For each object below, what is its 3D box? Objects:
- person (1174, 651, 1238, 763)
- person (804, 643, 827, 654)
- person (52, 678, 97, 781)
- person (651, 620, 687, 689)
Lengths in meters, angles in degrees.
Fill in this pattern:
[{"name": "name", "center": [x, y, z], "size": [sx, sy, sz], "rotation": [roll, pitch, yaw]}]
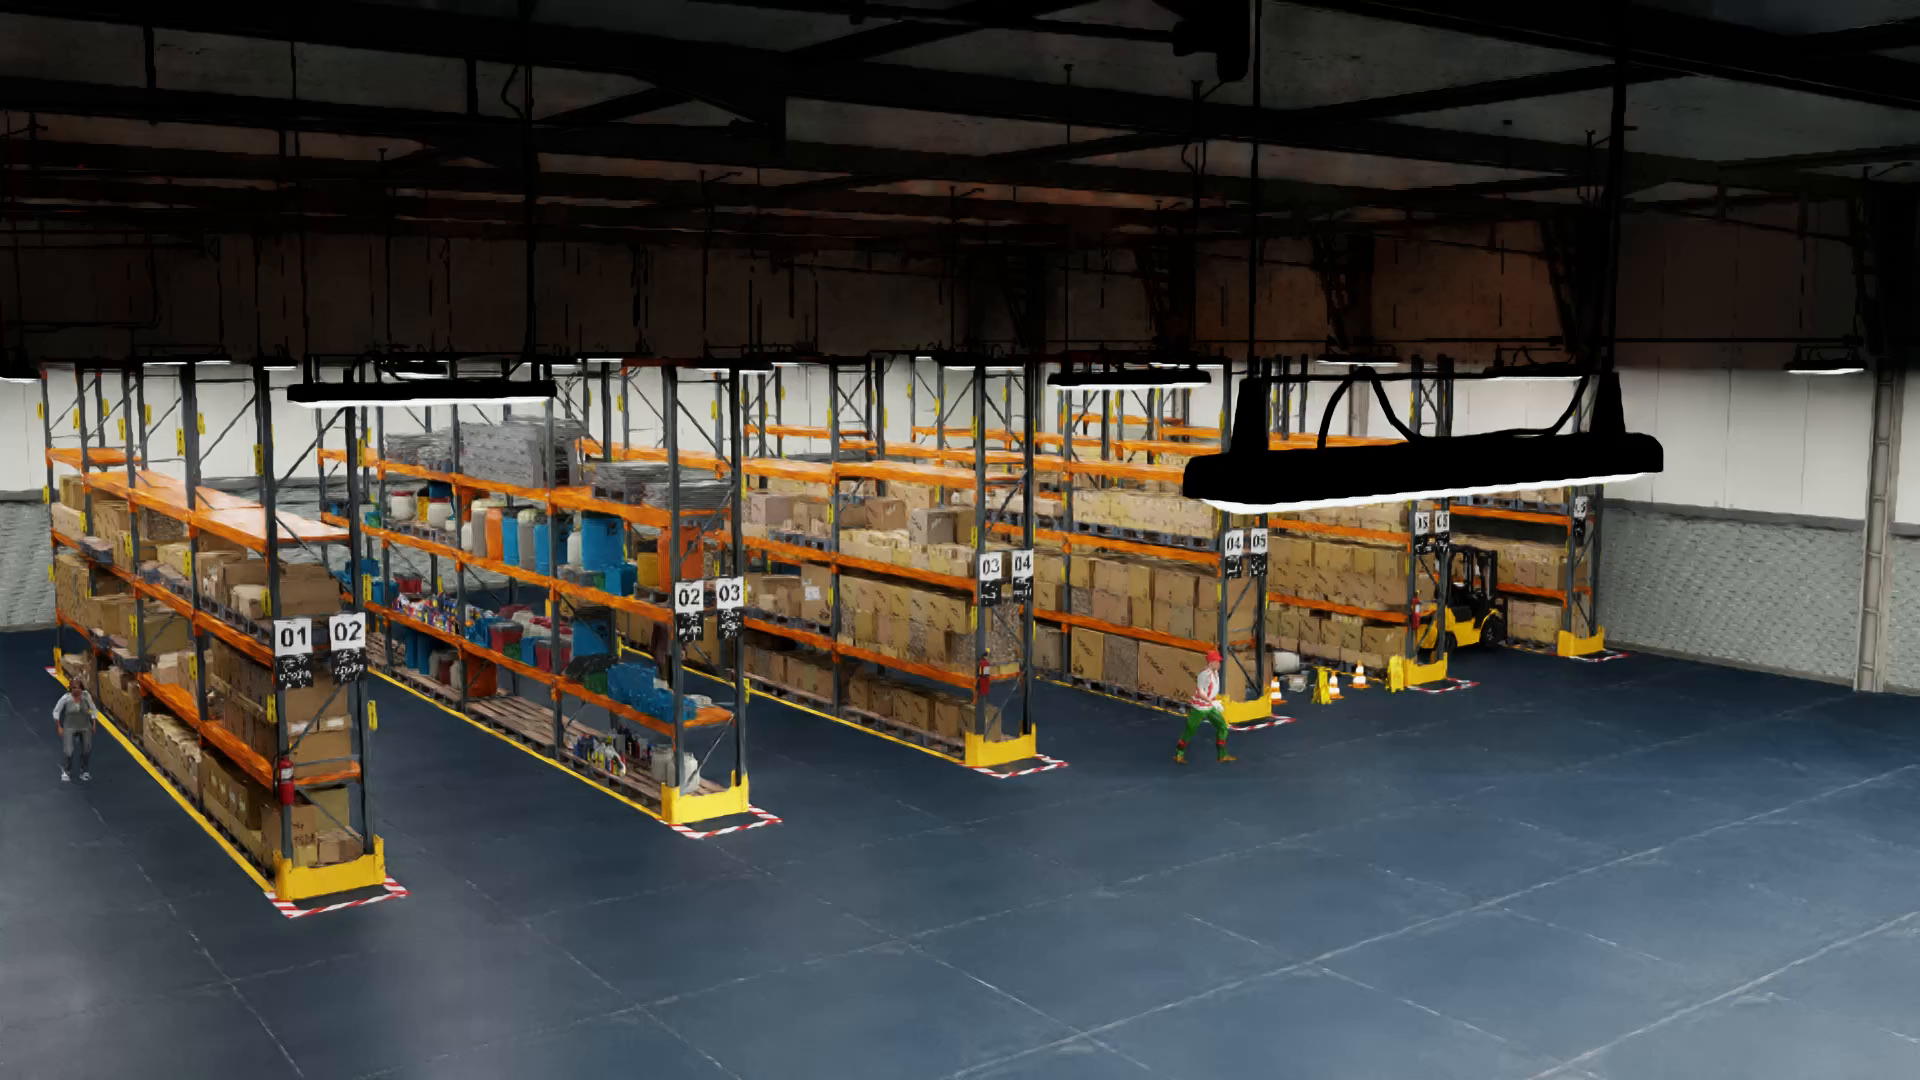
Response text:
[{"name": "person", "center": [3.662, 2.487, 24.873], "size": [0.838, 1.716, 0.686], "rotation": [5, 9, 38]}, {"name": "person", "center": [-2.803, 1.507, 33.051], "size": [0.600, 1.725, 1.109], "rotation": [-5, 9, -37]}, {"name": "person", "center": [-12.689, 2.715, 23.865], "size": [0.566, 1.541, 0.519], "rotation": [-5, 9, -38]}, {"name": "person", "center": [-5.099, 2.003, 29.259], "size": [0.573, 1.622, 1.088], "rotation": [-4, 8, -28]}]
